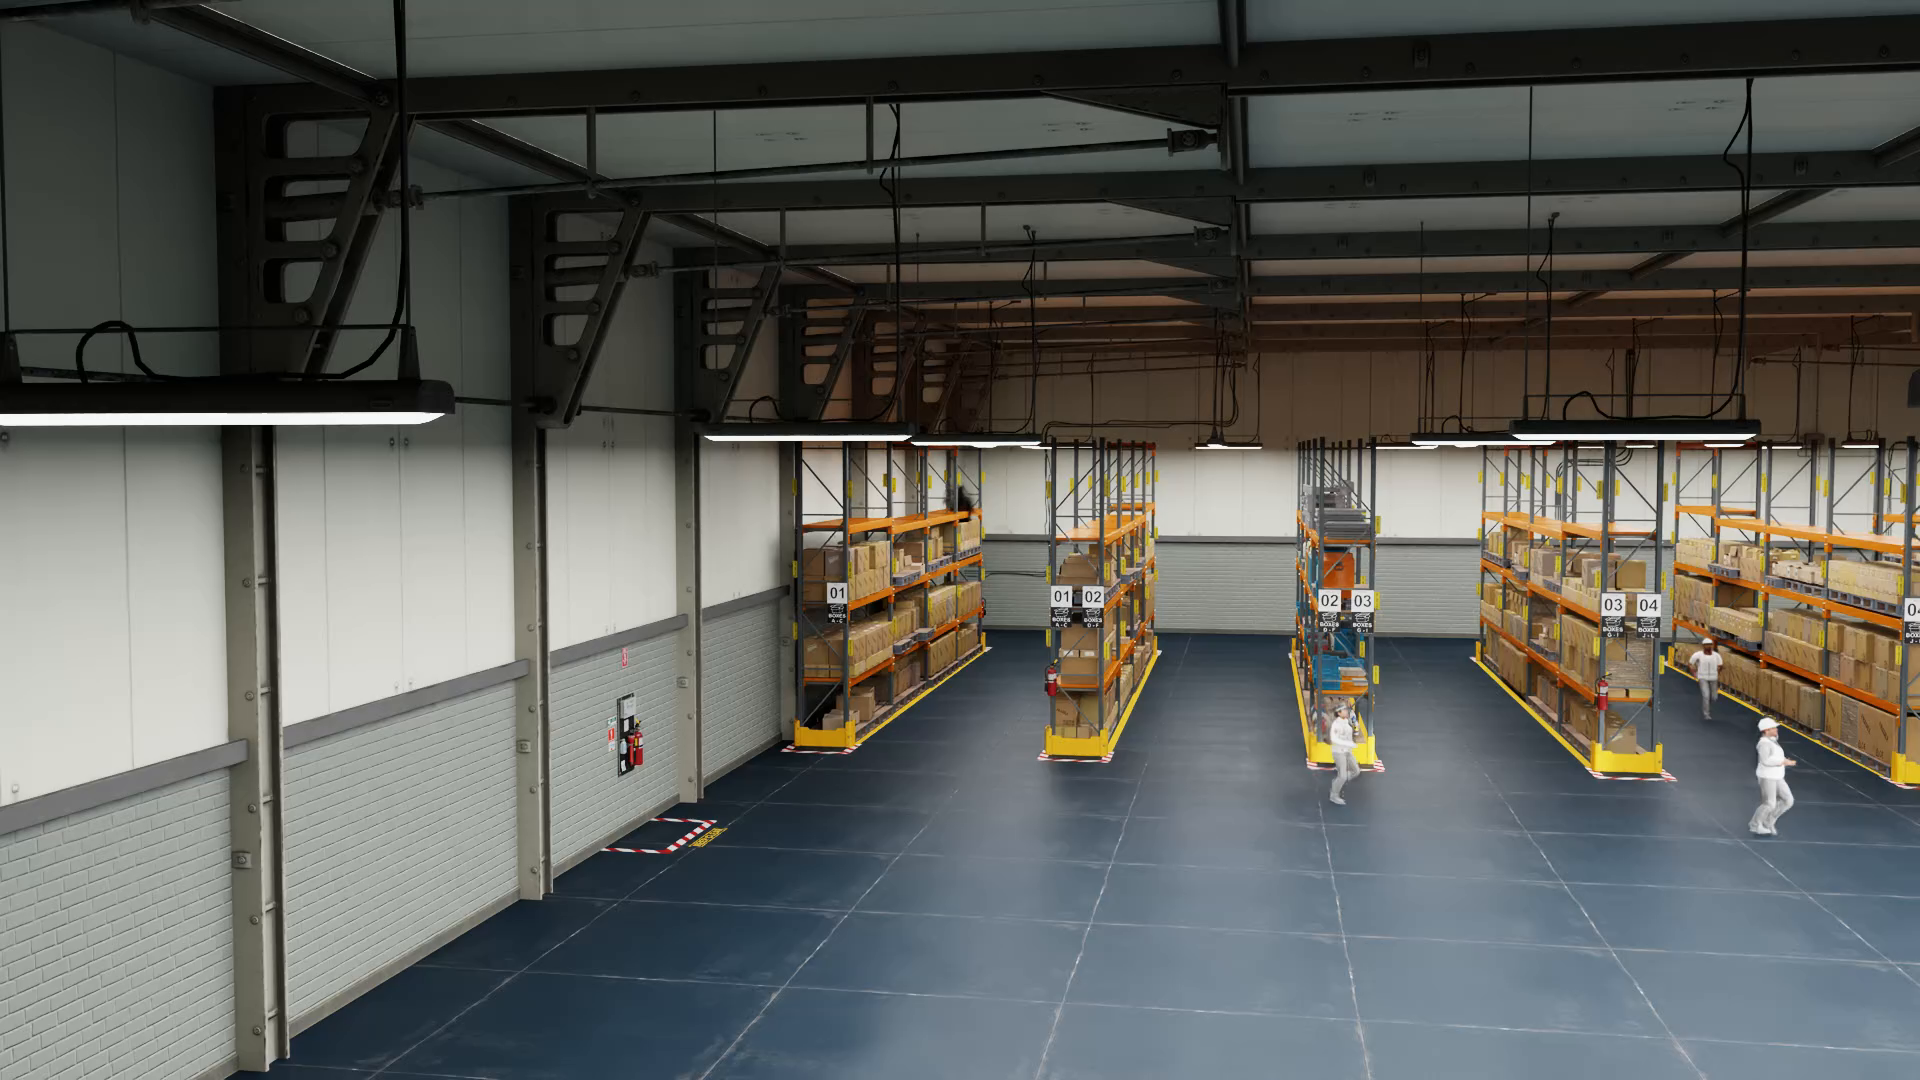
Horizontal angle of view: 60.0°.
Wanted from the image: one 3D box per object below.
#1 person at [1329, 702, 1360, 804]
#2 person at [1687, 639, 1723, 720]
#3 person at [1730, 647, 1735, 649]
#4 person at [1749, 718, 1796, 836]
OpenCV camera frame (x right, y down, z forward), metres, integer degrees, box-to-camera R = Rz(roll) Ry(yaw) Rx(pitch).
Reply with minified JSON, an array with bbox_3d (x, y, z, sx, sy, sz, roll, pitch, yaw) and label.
[{"bbox_3d":[6.257,3.456,27.031,0.515,1.667,0.667,2,4,37],"label":"person"},{"bbox_3d":[16.009,2.972,35.671,0.709,1.729,0.770,0,3,8],"label":"person"},{"bbox_3d":[21.106,2.507,45.113,0.705,1.664,0.771,0,3,7],"label":"person"},{"bbox_3d":[12.107,3.536,24.730,0.651,1.772,0.641,3,4,41],"label":"person"}]
